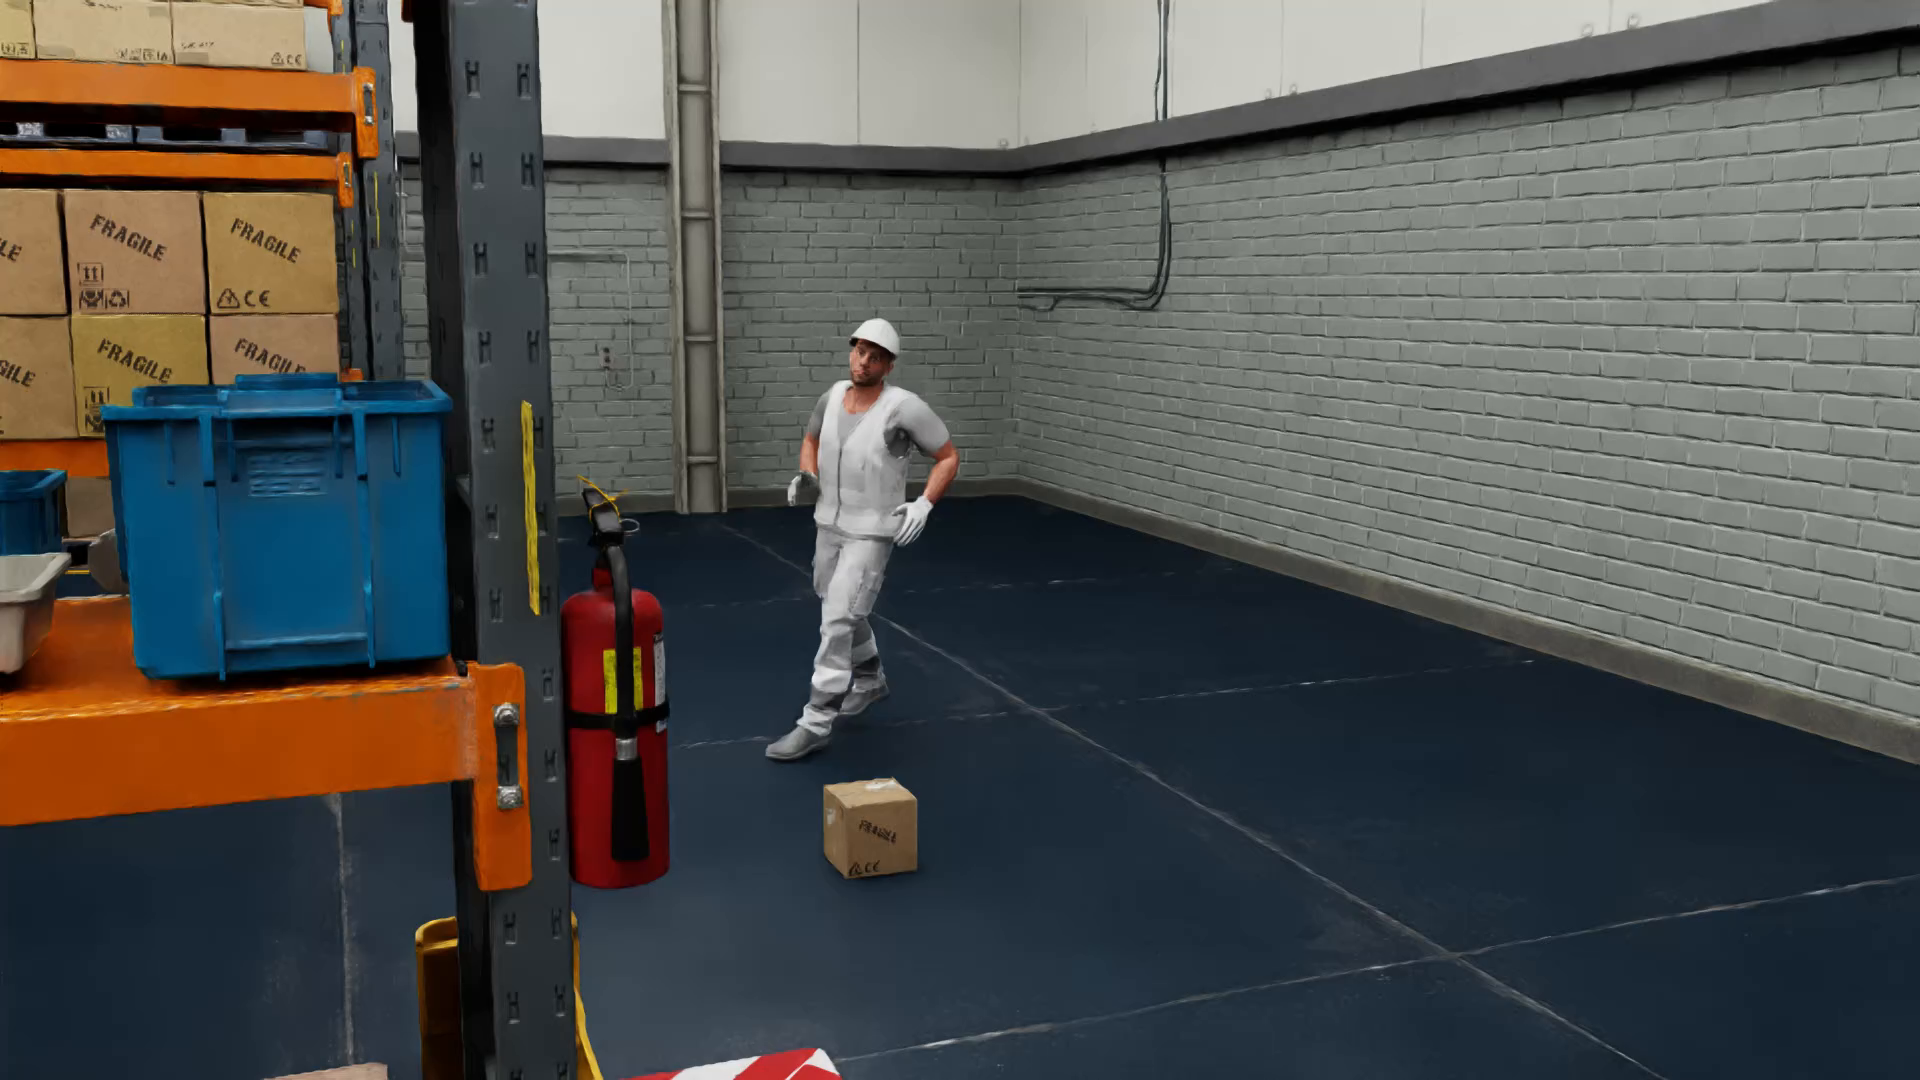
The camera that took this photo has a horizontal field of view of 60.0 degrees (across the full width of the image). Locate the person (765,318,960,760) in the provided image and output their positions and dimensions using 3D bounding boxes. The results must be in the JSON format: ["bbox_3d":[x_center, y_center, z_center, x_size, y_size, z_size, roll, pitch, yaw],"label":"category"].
[{"bbox_3d":[-0.411,-0.018,6.824,0.719,1.776,0.822,7,11,37],"label":"person"}]
